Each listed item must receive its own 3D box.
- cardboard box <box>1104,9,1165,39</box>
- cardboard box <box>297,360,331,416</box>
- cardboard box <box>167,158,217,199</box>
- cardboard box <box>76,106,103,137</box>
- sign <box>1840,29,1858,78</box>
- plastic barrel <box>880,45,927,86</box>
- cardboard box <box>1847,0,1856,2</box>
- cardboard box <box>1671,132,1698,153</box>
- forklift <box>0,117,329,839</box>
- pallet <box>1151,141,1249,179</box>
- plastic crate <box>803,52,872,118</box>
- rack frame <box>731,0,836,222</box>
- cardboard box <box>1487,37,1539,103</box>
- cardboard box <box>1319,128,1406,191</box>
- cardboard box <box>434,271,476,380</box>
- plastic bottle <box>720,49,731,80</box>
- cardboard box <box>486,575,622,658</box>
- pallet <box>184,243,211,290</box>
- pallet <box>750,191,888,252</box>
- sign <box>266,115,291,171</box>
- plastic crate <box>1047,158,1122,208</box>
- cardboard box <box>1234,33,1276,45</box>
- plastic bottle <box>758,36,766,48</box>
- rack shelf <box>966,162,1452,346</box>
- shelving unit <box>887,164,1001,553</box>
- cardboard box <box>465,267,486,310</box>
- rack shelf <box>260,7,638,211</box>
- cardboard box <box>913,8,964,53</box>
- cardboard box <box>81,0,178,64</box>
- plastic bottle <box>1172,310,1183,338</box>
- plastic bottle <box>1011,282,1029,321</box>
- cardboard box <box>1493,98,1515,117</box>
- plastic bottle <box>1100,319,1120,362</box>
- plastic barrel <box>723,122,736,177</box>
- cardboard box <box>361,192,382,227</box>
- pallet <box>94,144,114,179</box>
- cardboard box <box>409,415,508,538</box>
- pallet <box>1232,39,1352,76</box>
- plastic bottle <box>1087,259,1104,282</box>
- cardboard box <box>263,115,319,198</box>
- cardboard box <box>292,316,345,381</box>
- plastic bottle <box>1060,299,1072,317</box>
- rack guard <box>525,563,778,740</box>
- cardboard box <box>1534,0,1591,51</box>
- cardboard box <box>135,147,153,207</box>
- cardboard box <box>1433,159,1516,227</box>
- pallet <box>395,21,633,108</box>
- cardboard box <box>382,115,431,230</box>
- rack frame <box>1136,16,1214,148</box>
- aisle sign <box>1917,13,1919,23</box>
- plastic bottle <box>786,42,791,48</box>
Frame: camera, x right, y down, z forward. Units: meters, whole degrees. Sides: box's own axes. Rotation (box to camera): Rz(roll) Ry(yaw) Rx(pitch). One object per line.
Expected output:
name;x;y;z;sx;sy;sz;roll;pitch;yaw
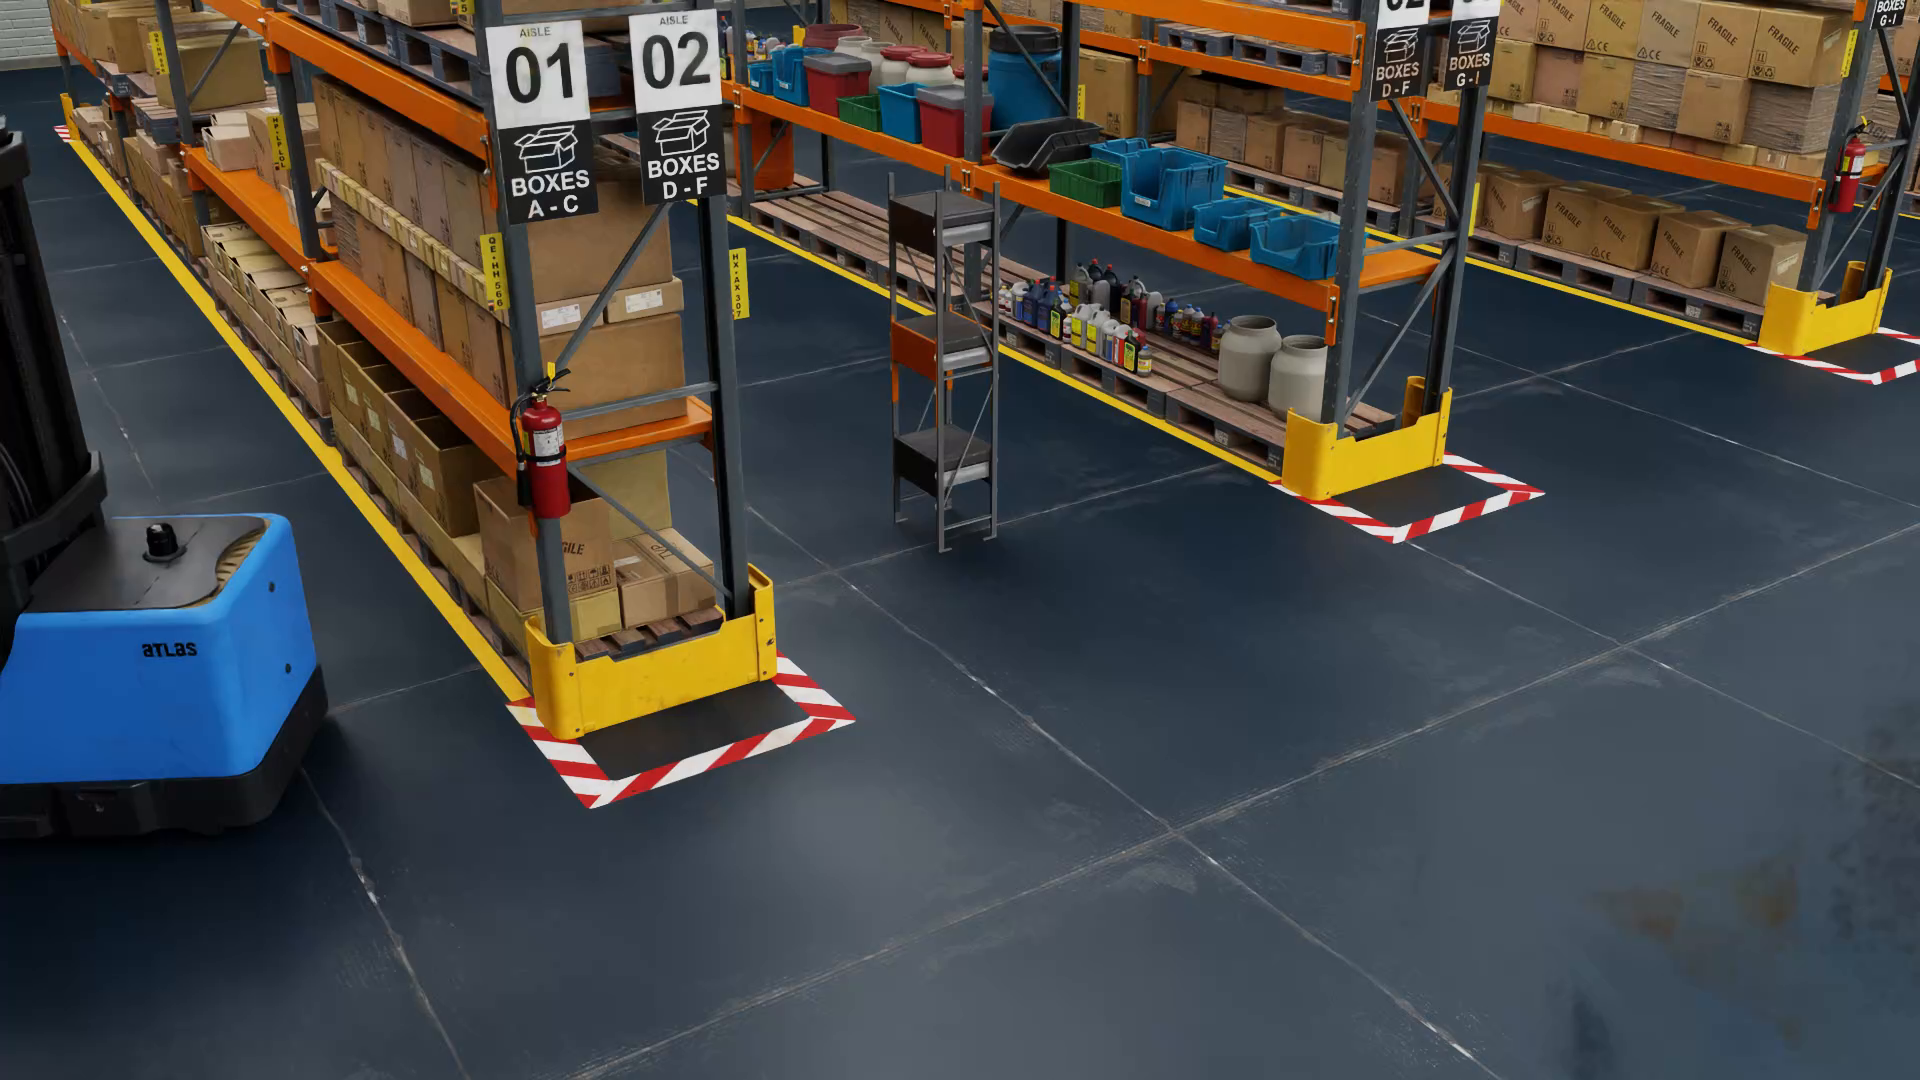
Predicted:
cardboard box;1.971;-5.949;18.720;0.500;0.500;0.500;-15;29;-28
cardboard box;-4.140;-1.074;11.240;0.500;0.250;0.500;-16;30;-30
cardboard box;-6.596;-3.184;14.516;0.500;0.250;0.500;-14;29;-28
cardboard box;-9.890;-4.855;19.226;0.500;0.250;0.500;-16;29;-30
sign;6.339;-3.468;11.855;0.100;0.325;0.005;-16;29;-30
plastic barrel;-0.494;-4.072;14.702;0.433;0.535;0.433;0;25;0
cardboard box;9.412;-5.720;16.913;0.875;0.550;0.550;-16;29;-30
cardboard box;5.945;-3.223;13.357;0.380;0.149;0.250;-16;29;-30
forklift;-4.479;-0.238;6.820;3.031;2.935;1.130;-2;25;-3
pallet;2.873;-4.244;18.493;1.003;0.211;1.213;-16;29;-30
plastic crate;-1.076;-4.010;14.656;0.402;0.464;0.583;-16;29;-30
rack frame;-1.702;-4.631;16.045;1.000;3.000;0.127;-16;29;-30
cardboard box;5.069;-4.171;14.607;0.875;0.500;0.500;-16;29;-30
cardboard box;4.069;-3.822;16.746;0.700;0.500;0.500;-16;29;-30
cardboard box;-2.288;-1.197;8.655;0.700;0.500;0.500;-15;29;-29
plastic bottle;-2.280;-4.623;16.166;0.061;0.283;0.133;-16;29;-30
cardboard box;-2.028;0.314;8.299;0.500;0.250;0.500;-16;29;-30
pallet;-6.230;-2.492;14.782;1.003;0.211;1.213;-16;29;-30
pallet;-1.312;-3.083;16.034;1.003;0.211;1.213;-16;29;-30
sign;-4.120;-2.405;10.066;0.100;0.325;0.005;-16;29;-30
plastic crate;0.986;-2.553;11.892;0.450;0.188;0.662;-16;29;-30
cardboard box;3.170;-5.254;17.049;0.500;0.250;0.500;-16;30;-31
plastic bottle;-2.012;-5.002;16.982;0.097;0.271;0.097;0;25;0
rack shelf;1.573;-2.159;11.653;1.077;0.370;4.000;-16;29;-30
shelving unit;-0.090;-1.009;9.427;0.431;2.100;0.503;-16;29;-30
cardboard box;-2.139;-1.232;7.968;0.380;0.149;0.250;-16;30;-30
rack shelf;-2.579;-2.363;8.570;1.077;0.370;4.000;-16;29;-30
cardboard box;-0.029;-6.699;22.424;0.875;0.875;0.875;-16;29;-30
cardboard box;-7.967;-4.922;16.053;0.500;0.500;0.700;18;31;33
plastic bottle;1.641;-1.618;12.425;0.097;0.201;0.097;0;25;0
plastic bottle;0.487;-1.842;12.813;0.152;0.276;0.135;-14;29;-28
cardboard box;4.926;-3.831;14.645;0.380;0.149;0.250;-16;29;-30
plastic bottle;1.105;-1.437;11.956;0.152;0.276;0.135;-16;30;-31
plastic barrel;-2.367;-4.048;17.233;0.421;0.512;0.421;0;25;0
cardboard box;-3.128;-1.879;9.340;0.380;0.149;0.250;-17;30;-31
pallet;-9.082;-4.330;18.675;1.003;0.211;1.213;-16;29;-30
cardboard box;-2.587;-0.378;8.888;0.500;0.500;0.500;-16;29;-30
pallet;3.563;-5.000;17.051;1.003;0.211;1.213;-16;29;-30
plastic bottle;1.074;-2.038;13.140;0.144;0.351;0.185;-16;30;-31
cardboard box;-4.637;-2.738;11.919;0.500;0.500;0.500;-15;29;-29
cardboard box;-4.132;-1.325;11.115;0.500;0.311;0.500;-16;29;-30
plastic bottle;0.789;-1.668;12.451;0.097;0.271;0.097;0;25;0
rack guard;-1.474;0.523;8.057;1.175;0.500;0.348;-16;29;-30
cardboard box;5.211;-4.408;13.938;0.500;0.500;0.500;-16;29;-30
cardboard box;-7.678;-3.559;16.188;0.500;0.500;0.500;-15;29;-29
cardboard box;4.816;-3.261;15.581;0.500;0.500;0.500;-17;30;-31
pallet;-1.851;-2.192;7.468;1.003;0.211;1.213;-16;29;-30
cardboard box;-2.601;-1.983;8.800;0.700;0.500;0.500;-16;29;-30
rack frame;2.448;-5.785;18.490;1.000;3.000;0.127;-16;29;-30
aisle sign;7.100;-4.147;11.975;0.394;0.787;0.004;-16;29;-30
plastic bottle;-1.708;-4.850;16.661;0.097;0.271;0.097;0;25;0
